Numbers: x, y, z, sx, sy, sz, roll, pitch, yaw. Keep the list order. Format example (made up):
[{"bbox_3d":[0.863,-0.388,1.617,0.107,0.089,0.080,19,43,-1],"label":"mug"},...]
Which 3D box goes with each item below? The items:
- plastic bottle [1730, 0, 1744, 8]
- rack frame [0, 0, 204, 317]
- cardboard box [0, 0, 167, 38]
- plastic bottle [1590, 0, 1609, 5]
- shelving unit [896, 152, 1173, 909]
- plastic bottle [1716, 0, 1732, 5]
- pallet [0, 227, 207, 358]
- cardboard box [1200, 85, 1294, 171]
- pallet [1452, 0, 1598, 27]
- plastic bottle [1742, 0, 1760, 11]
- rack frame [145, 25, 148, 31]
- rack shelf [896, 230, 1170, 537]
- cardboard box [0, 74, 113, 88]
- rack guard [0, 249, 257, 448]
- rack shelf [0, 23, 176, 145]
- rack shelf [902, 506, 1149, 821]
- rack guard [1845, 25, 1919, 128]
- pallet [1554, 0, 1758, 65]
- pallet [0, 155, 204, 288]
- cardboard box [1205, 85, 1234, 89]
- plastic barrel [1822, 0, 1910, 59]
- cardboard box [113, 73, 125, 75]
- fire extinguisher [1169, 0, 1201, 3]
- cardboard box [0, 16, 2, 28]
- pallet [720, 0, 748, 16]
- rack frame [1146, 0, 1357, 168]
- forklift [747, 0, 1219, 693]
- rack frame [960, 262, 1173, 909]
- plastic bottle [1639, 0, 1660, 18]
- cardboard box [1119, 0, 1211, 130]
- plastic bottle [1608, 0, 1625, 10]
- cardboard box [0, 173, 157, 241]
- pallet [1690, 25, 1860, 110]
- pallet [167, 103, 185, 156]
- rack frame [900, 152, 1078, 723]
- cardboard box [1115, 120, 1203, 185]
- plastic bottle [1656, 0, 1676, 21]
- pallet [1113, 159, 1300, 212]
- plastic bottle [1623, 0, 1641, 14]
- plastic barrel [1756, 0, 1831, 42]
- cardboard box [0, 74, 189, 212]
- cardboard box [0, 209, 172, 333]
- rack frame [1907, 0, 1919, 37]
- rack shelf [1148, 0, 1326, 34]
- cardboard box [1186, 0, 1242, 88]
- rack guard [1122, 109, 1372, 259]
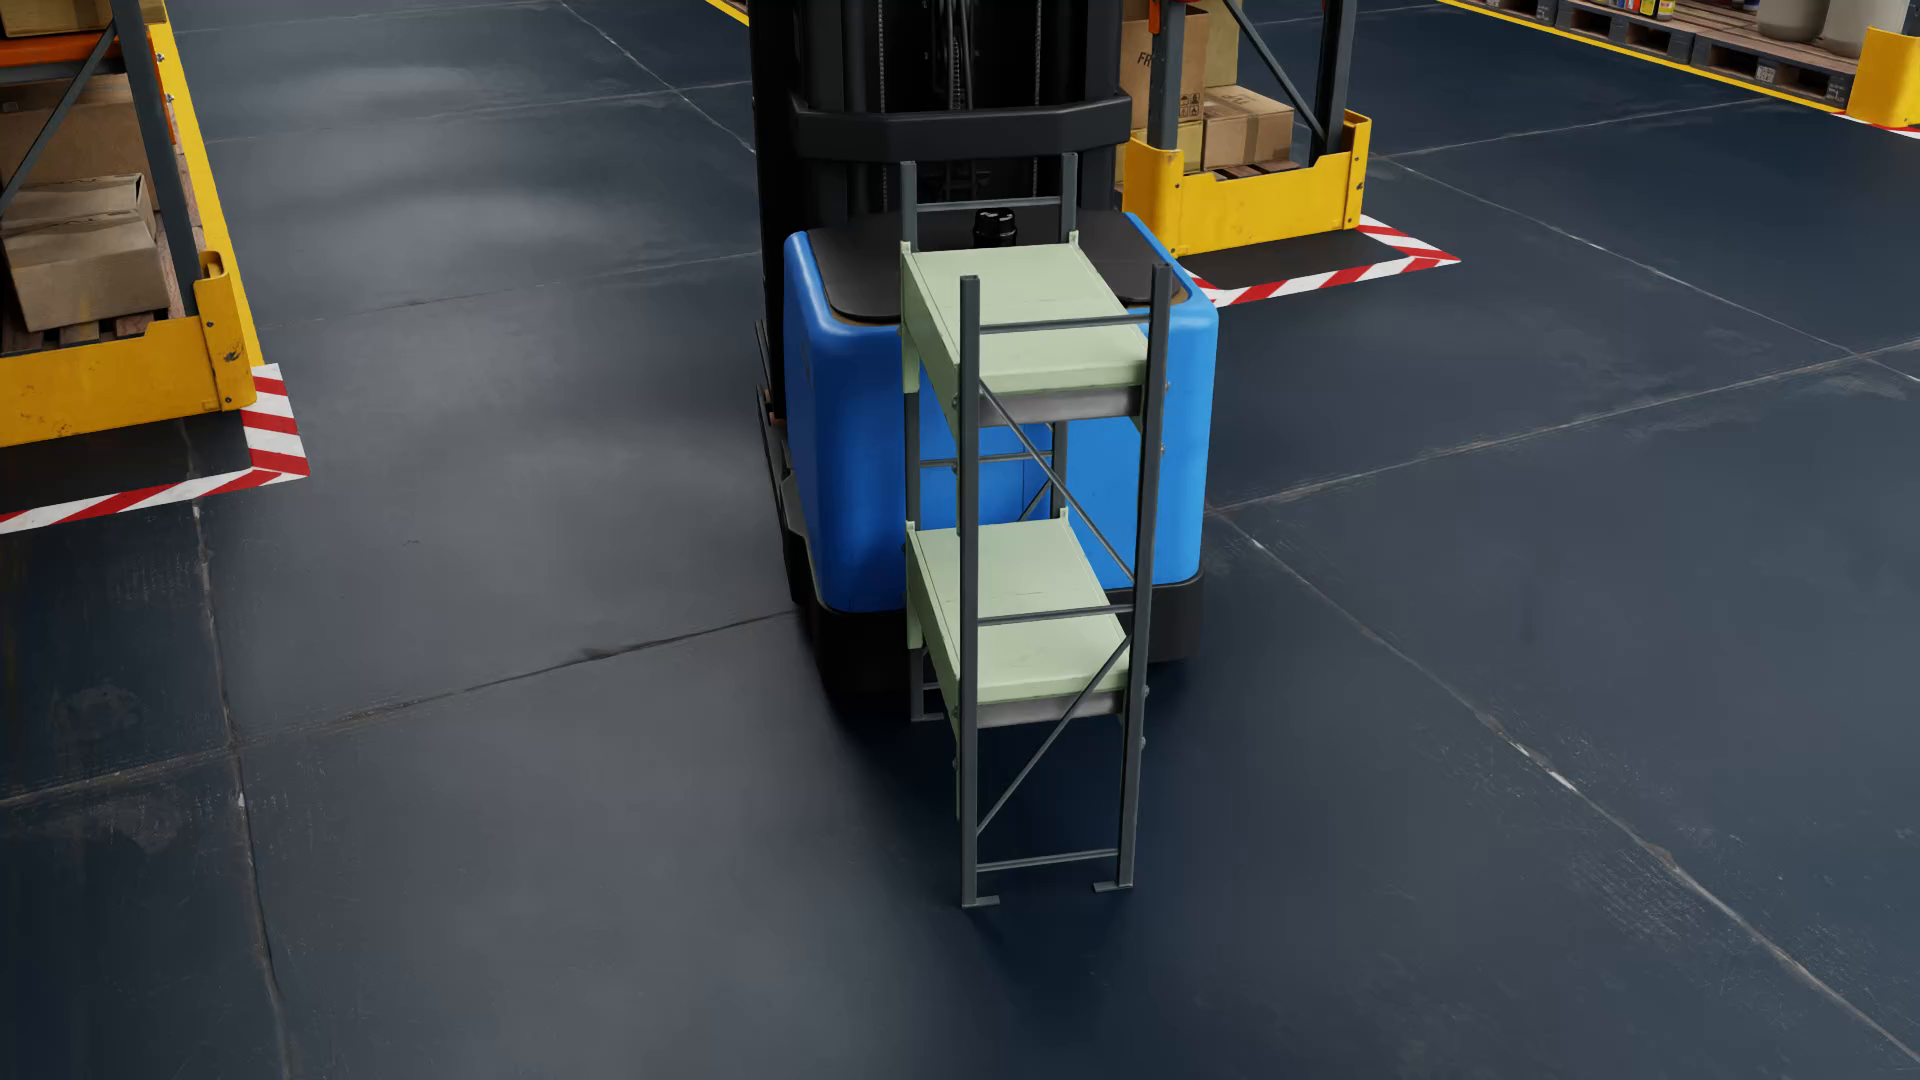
[{"bbox_3d":[5.249,-3.688,11.172,0.097,0.201,0.097,0,29,0],"label":"plastic bottle"},{"bbox_3d":[-3.158,-1.725,5.259,1.000,3.000,0.127,-13,32,-22],"label":"rack frame"},{"bbox_3d":[-3.080,-1.950,5.794,0.500,0.250,0.500,-14,32,-23],"label":"cardboard box"},{"bbox_3d":[4.388,-3.811,11.239,0.144,0.351,0.185,-12,31,-20],"label":"plastic bottle"},{"bbox_3d":[0.131,-0.018,3.749,0.431,1.500,0.755,-5,30,-9],"label":"shelving unit"},{"bbox_3d":[5.212,-3.782,11.256,0.061,0.283,0.133,-13,32,-21],"label":"plastic bottle"},{"bbox_3d":[-3.507,-0.908,6.654,1.003,0.211,1.213,-13,32,-22],"label":"pallet"},{"bbox_3d":[1.285,-2.034,8.193,0.500,0.250,0.500,-13,32,-22],"label":"cardboard box"},{"bbox_3d":[4.324,-4.050,12.257,1.003,0.211,1.213,-13,32,-22],"label":"pallet"},{"bbox_3d":[5.293,-3.673,11.074,0.097,0.271,0.097,0,29,0],"label":"plastic bottle"},{"bbox_3d":[-4.875,-3.492,8.410,1.000,3.000,0.127,-13,32,-22],"label":"rack frame"},{"bbox_3d":[0.131,-0.359,3.558,0.431,0.370,0.720,-5,30,-9],"label":"rack shelf"},{"bbox_3d":[-4.393,-2.143,8.111,0.500,0.500,0.500,-16,33,-26],"label":"cardboard box"},{"bbox_3d":[-3.190,-0.668,5.930,1.175,0.500,0.348,-13,32,-22],"label":"rack guard"},{"bbox_3d":[-4.016,-2.295,7.011,1.077,0.370,4.000,-13,32,-22],"label":"rack shelf"},{"bbox_3d":[0.131,0.266,3.909,0.431,0.370,0.720,-5,30,-9],"label":"rack shelf"},{"bbox_3d":[5.715,-2.738,9.622,1.175,0.500,0.348,-13,32,-22],"label":"rack guard"},{"bbox_3d":[4.851,-3.511,11.295,1.003,0.211,1.213,-13,32,-22],"label":"pallet"},{"bbox_3d":[-4.027,-1.447,7.614,1.003,0.211,1.213,-13,32,-22],"label":"pallet"},{"bbox_3d":[1.067,-2.254,8.585,0.500,0.250,0.500,-13,32,-22],"label":"cardboard box"},{"bbox_3d":[5.438,-3.178,9.964,0.421,0.512,0.421,0,29,0],"label":"plastic barrel"},{"bbox_3d":[-5.206,-2.915,9.488,0.700,0.500,0.500,-12,31,-20],"label":"cardboard box"},{"bbox_3d":[0.946,-2.583,6.869,0.296,0.674,0.183,-13,32,-22],"label":"fire extinguisher"},{"bbox_3d":[-3.533,-1.834,5.587,0.500,0.250,0.500,-13,32,-21],"label":"cardboard box"},{"bbox_3d":[-1.282,-4.174,12.478,1.003,0.211,1.213,-13,32,-22],"label":"pallet"},{"bbox_3d":[1.315,-2.767,7.117,1.000,3.000,0.127,-13,32,-22],"label":"rack frame"},{"bbox_3d":[-0.113,-1.578,5.067,1.130,2.935,3.031,-5,30,-9],"label":"forklift"},{"bbox_3d":[0.198,0.158,3.435,0.400,1.500,0.023,-5,30,-9],"label":"rack frame"},{"bbox_3d":[4.539,-3.579,10.893,0.061,0.283,0.133,-12,32,-21],"label":"plastic bottle"},{"bbox_3d":[0.816,-2.252,7.814,0.500,0.500,0.500,-13,32,-22],"label":"cardboard box"},{"bbox_3d":[4.463,-3.707,11.128,0.152,0.276,0.135,-14,32,-23],"label":"plastic bottle"},{"bbox_3d":[-3.618,-1.320,6.837,0.500,0.311,0.500,-10,31,-18],"label":"cardboard box"},{"bbox_3d":[5.371,-2.972,10.335,1.003,0.211,1.213,-13,32,-22],"label":"pallet"},{"bbox_3d":[-4.555,-1.986,8.576,1.003,0.211,1.213,-13,32,-22],"label":"pallet"},{"bbox_3d":[0.065,-0.194,4.063,0.400,1.500,0.023,-5,30,-9],"label":"rack frame"},{"bbox_3d":[0.818,-1.925,7.999,0.500,0.250,0.500,-13,32,-22],"label":"cardboard box"},{"bbox_3d":[4.606,-3.496,10.828,0.097,0.201,0.097,0,29,0],"label":"plastic bottle"},{"bbox_3d":[0.949,-1.879,8.386,1.003,0.211,1.213,-13,32,-22],"label":"pallet"},{"bbox_3d":[4.522,-3.645,11.019,0.152,0.276,0.135,-13,32,-22],"label":"plastic bottle"},{"bbox_3d":[5.223,-3.399,10.359,0.421,0.512,0.421,0,29,0],"label":"plastic barrel"},{"bbox_3d":[-3.888,-1.737,7.387,0.700,0.500,0.500,-15,33,-25],"label":"cardboard box"},{"bbox_3d":[-3.373,-1.069,6.388,0.500,0.311,0.500,-17,33,-28],"label":"cardboard box"},{"bbox_3d":[5.790,-3.805,8.969,1.000,3.000,0.127,-13,32,-22],"label":"rack frame"},{"bbox_3d":[0.456,-3.336,8.869,1.077,0.370,4.000,-13,32,-22],"label":"rack shelf"},{"bbox_3d":[1.069,-2.582,8.402,0.500,0.500,0.500,-13,32,-22],"label":"cardboard box"},{"bbox_3d":[1.325,-1.666,7.710,1.175,0.500,0.348,-13,32,-22],"label":"rack guard"}]
